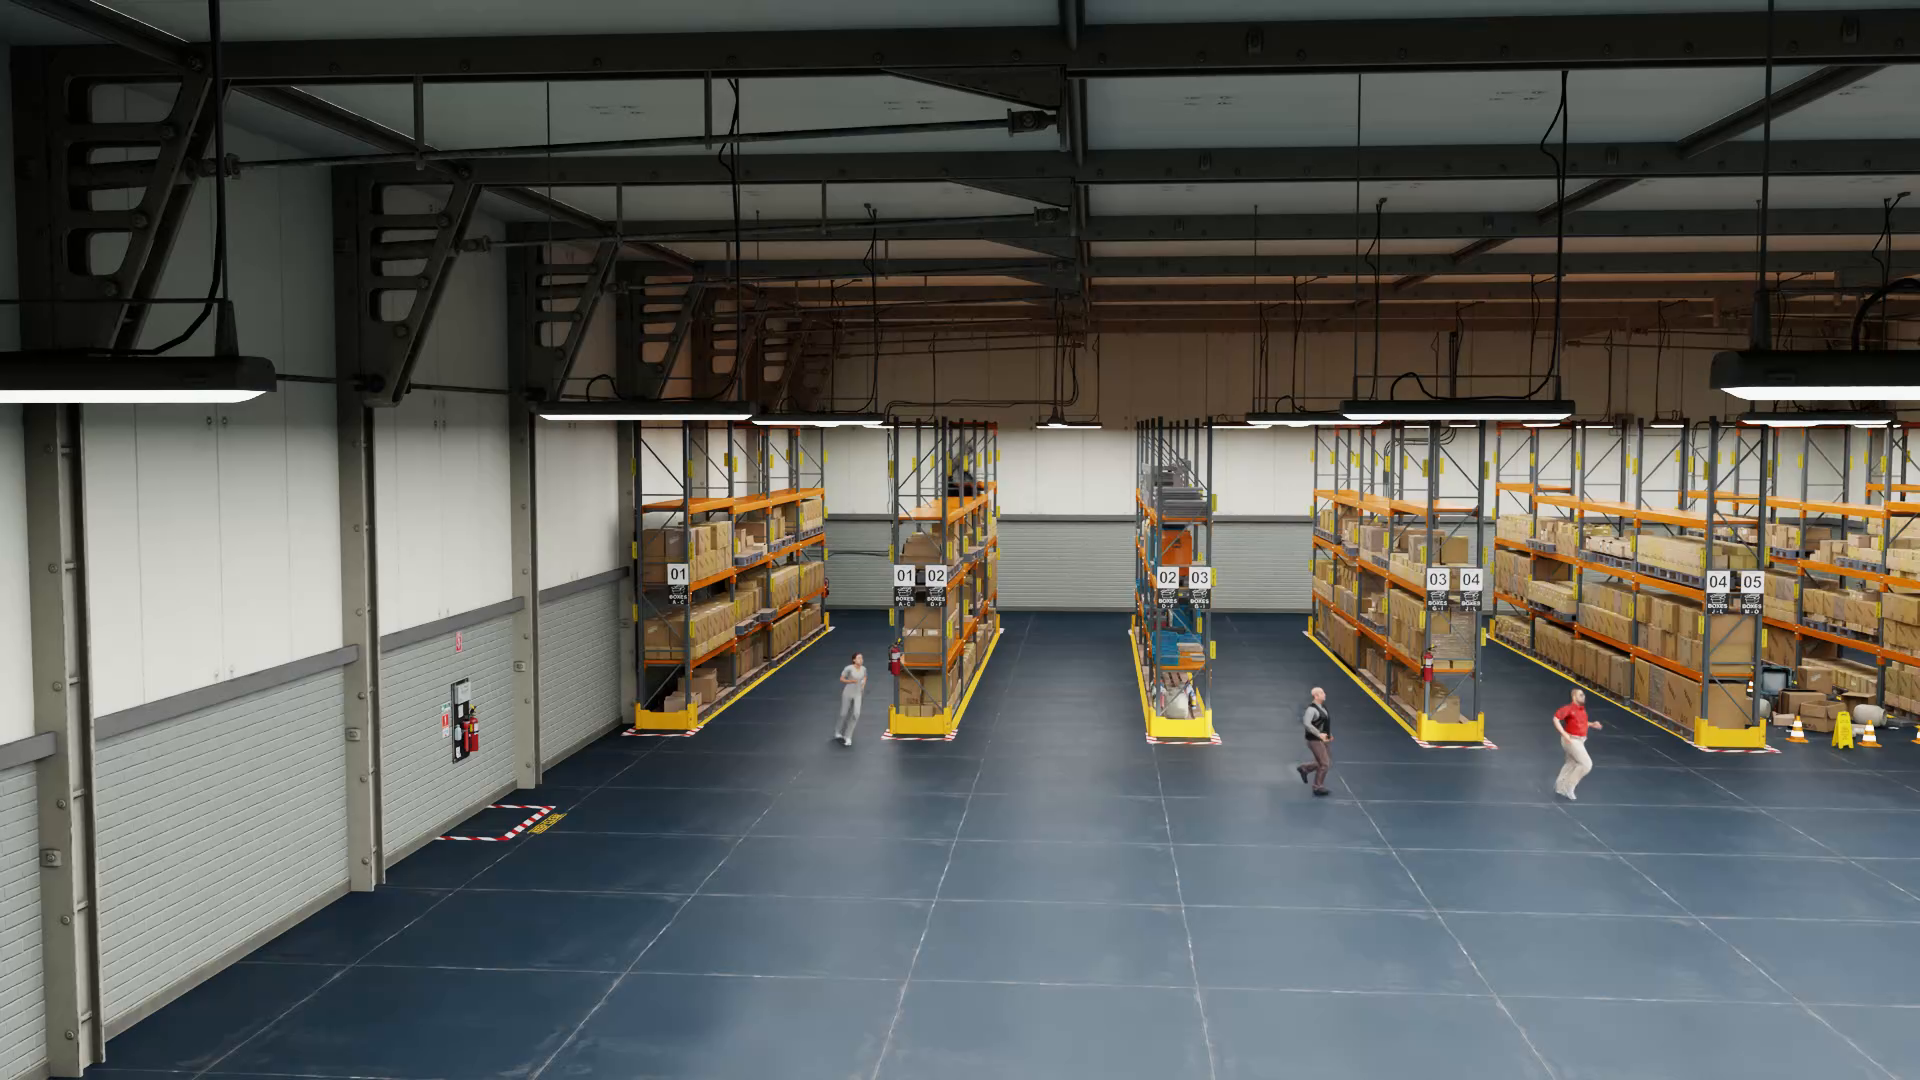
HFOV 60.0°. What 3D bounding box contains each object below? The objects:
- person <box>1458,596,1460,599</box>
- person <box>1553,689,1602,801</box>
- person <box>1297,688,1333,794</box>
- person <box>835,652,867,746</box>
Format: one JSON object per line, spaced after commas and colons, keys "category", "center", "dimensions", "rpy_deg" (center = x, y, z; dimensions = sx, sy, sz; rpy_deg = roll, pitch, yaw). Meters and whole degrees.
{"category": "person", "center": [13.499, 1.816, 46.494], "dimensions": [0.935, 1.714, 0.760], "rpy_deg": [-3, 5, -35]}
{"category": "person", "center": [9.622, 3.191, 25.922], "dimensions": [0.709, 1.755, 0.631], "rpy_deg": [3, 5, 36]}
{"category": "person", "center": [5.611, 3.164, 26.320], "dimensions": [0.614, 1.678, 0.705], "rpy_deg": [2, 4, 32]}
{"category": "person", "center": [-1.960, 2.894, 30.687], "dimensions": [0.588, 1.680, 0.775], "rpy_deg": [-1, 4, -19]}
